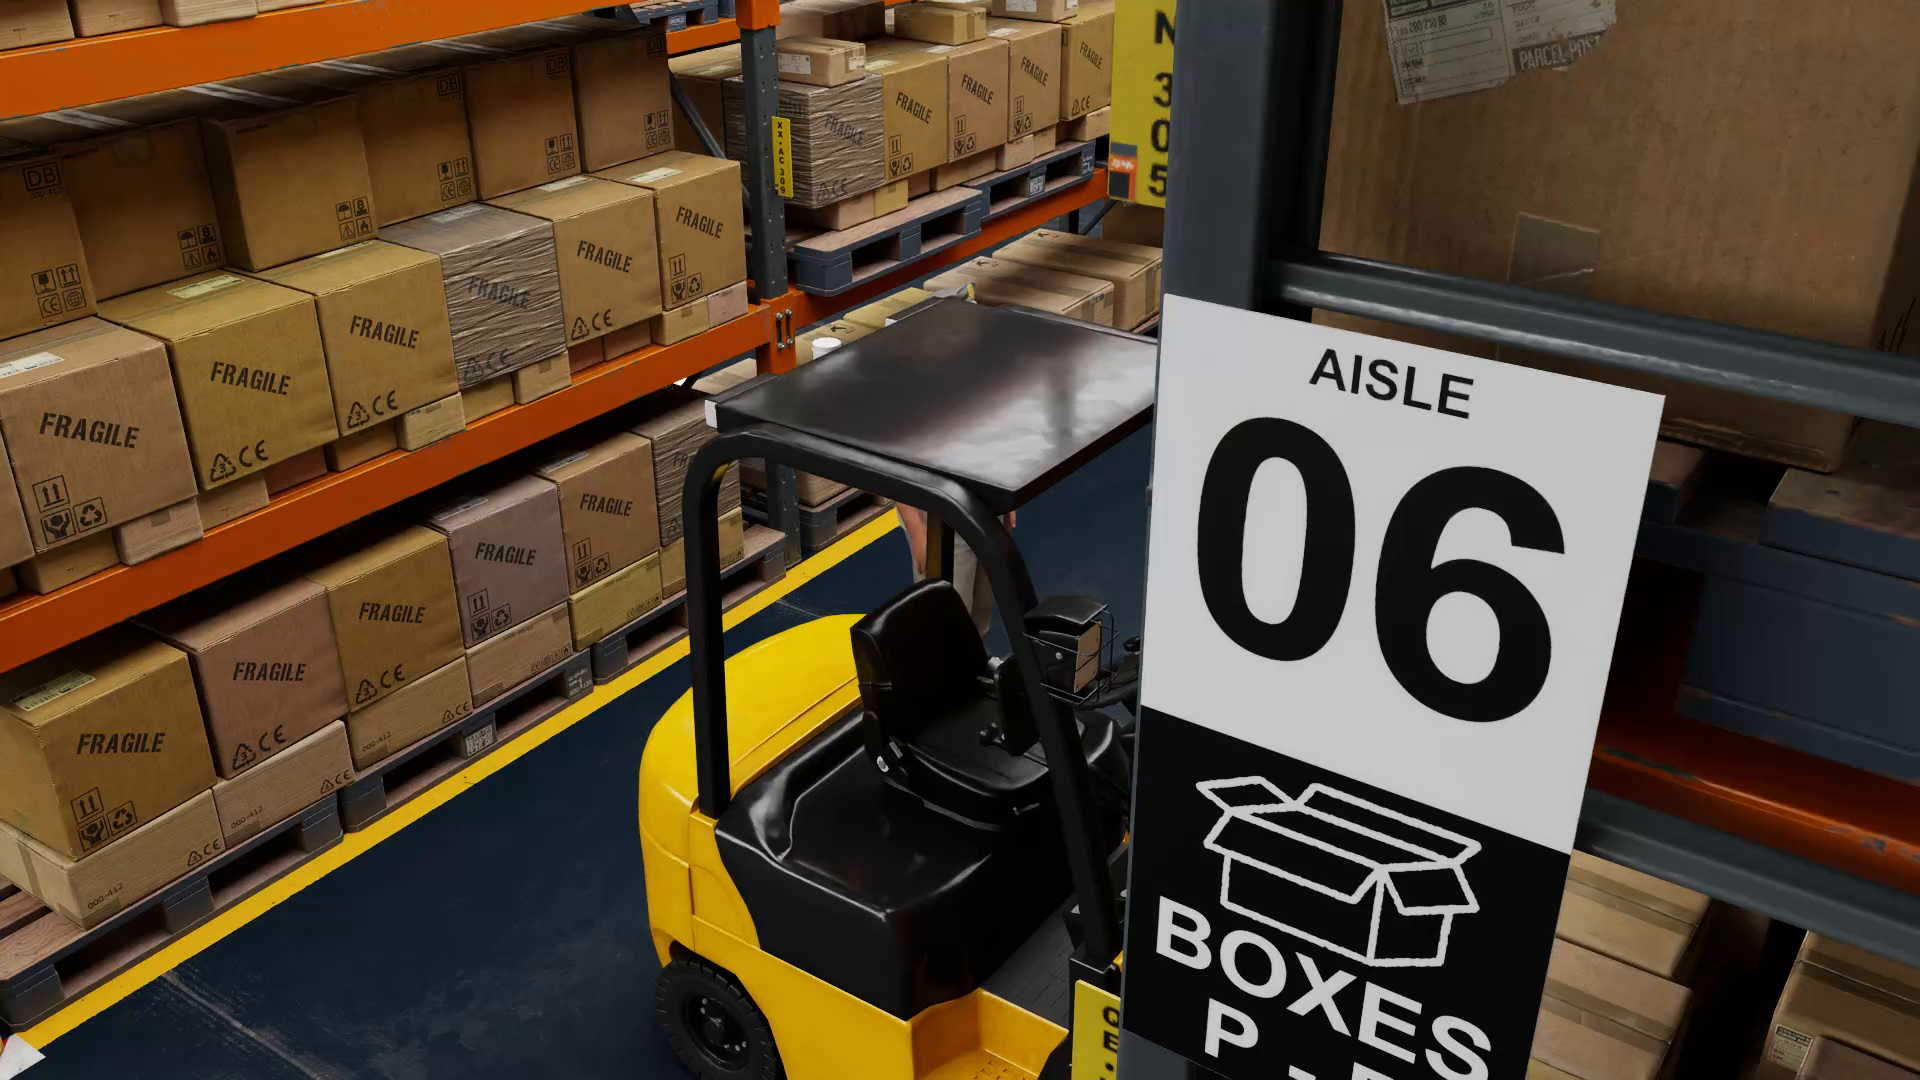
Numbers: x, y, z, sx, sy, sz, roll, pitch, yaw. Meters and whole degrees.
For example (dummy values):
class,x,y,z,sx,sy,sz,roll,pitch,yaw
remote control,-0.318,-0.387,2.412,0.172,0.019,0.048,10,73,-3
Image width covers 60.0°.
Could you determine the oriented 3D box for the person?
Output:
class,x,y,z,sx,sy,sz,roll,pitch,yaw
person,0.046,-0.073,6.201,0.575,1.780,0.640,17,32,30
